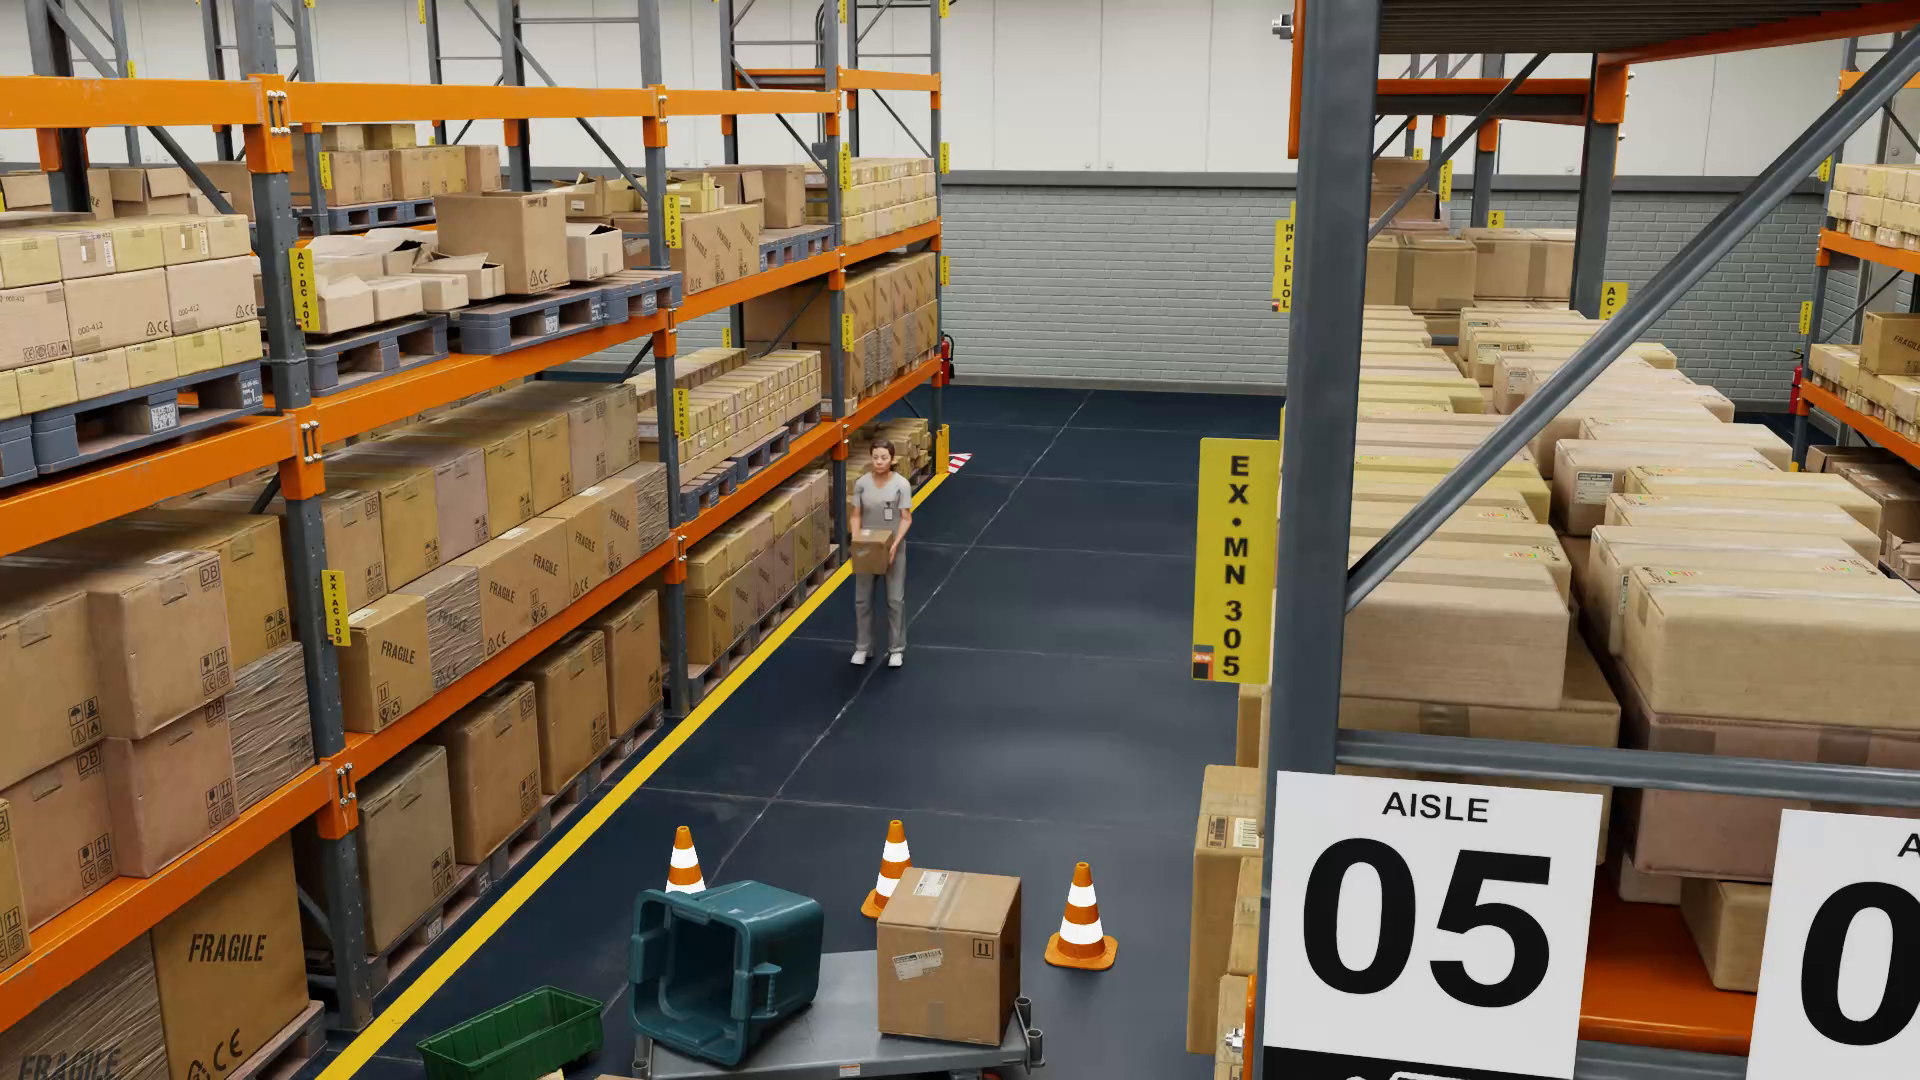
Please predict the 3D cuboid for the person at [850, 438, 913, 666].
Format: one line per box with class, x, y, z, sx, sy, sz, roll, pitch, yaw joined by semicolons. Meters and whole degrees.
person;-0.581;0.097;12.144;0.464;1.674;0.475;3;15;11
